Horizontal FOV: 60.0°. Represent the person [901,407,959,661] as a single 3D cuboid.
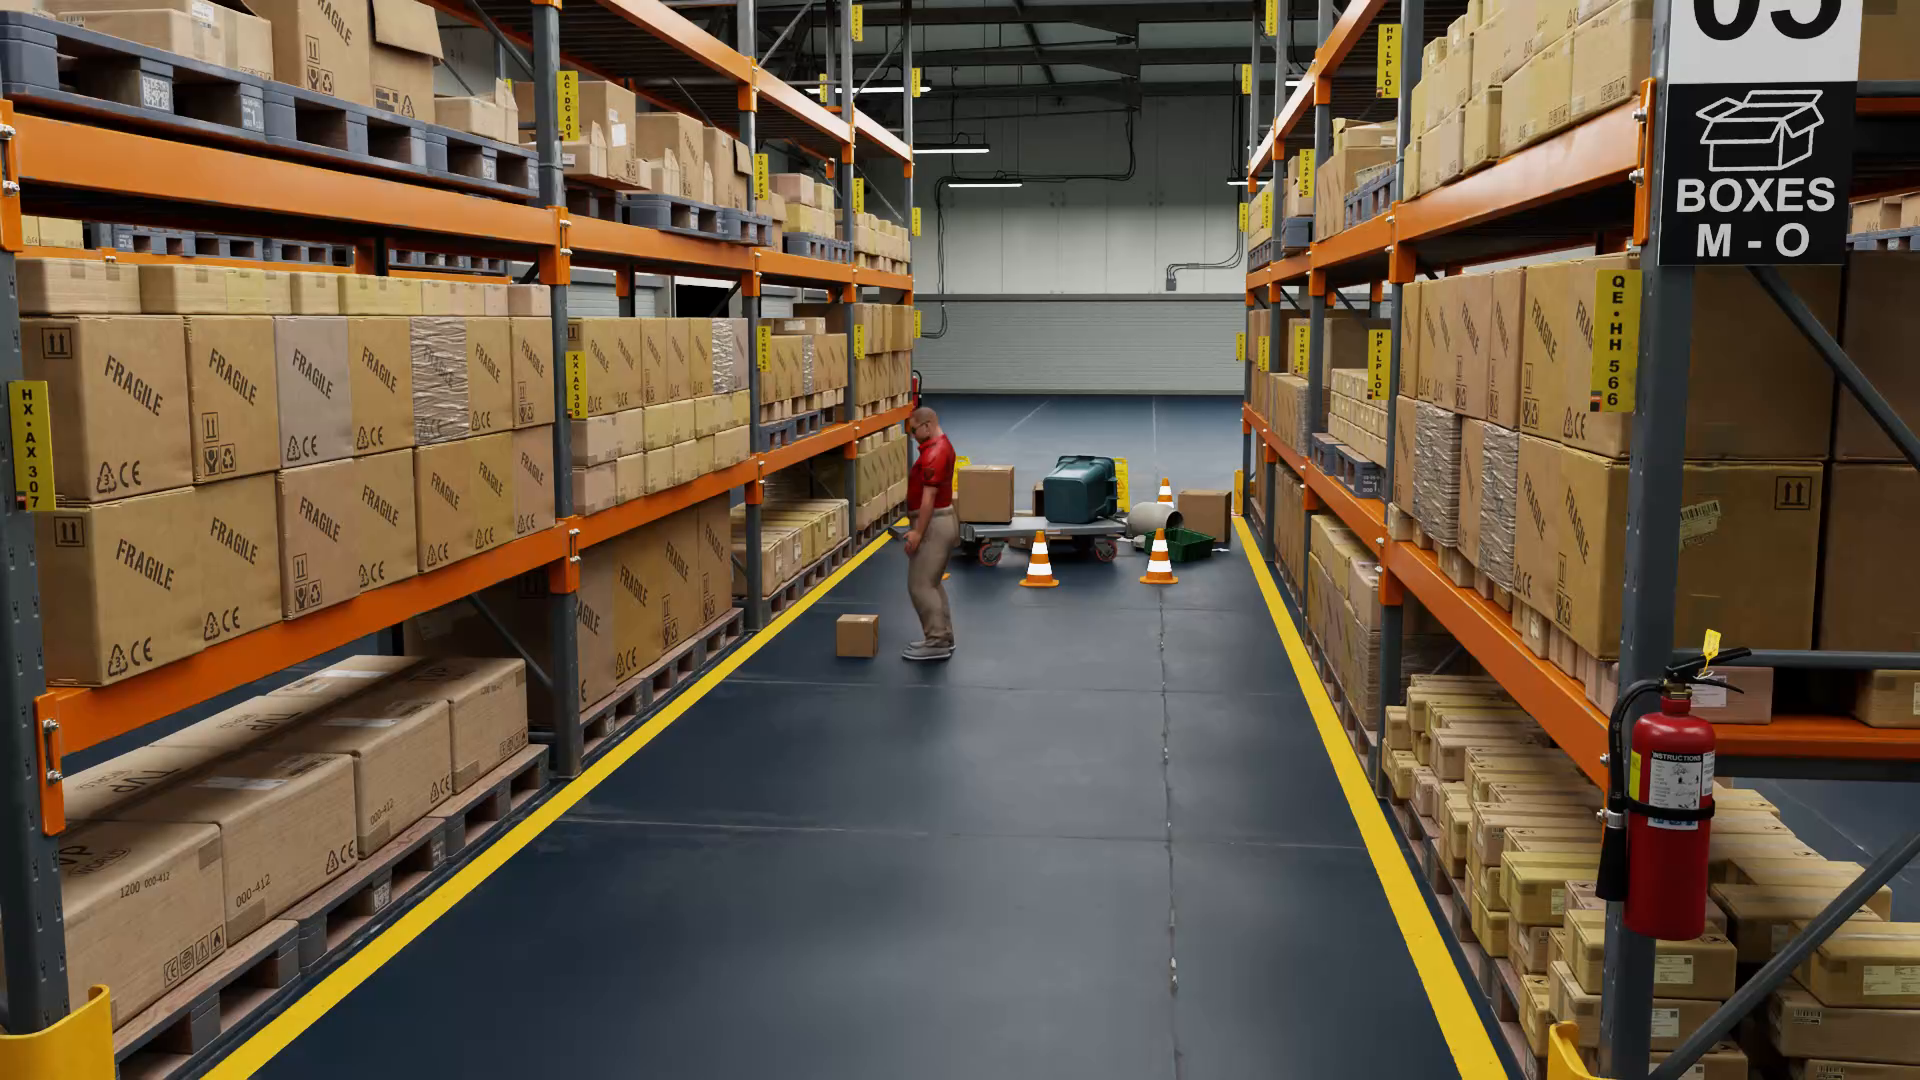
[{"bbox_3d":[-0.200,-0.047,11.310,0.361,1.712,0.538,1,8,7],"label":"person"}]
